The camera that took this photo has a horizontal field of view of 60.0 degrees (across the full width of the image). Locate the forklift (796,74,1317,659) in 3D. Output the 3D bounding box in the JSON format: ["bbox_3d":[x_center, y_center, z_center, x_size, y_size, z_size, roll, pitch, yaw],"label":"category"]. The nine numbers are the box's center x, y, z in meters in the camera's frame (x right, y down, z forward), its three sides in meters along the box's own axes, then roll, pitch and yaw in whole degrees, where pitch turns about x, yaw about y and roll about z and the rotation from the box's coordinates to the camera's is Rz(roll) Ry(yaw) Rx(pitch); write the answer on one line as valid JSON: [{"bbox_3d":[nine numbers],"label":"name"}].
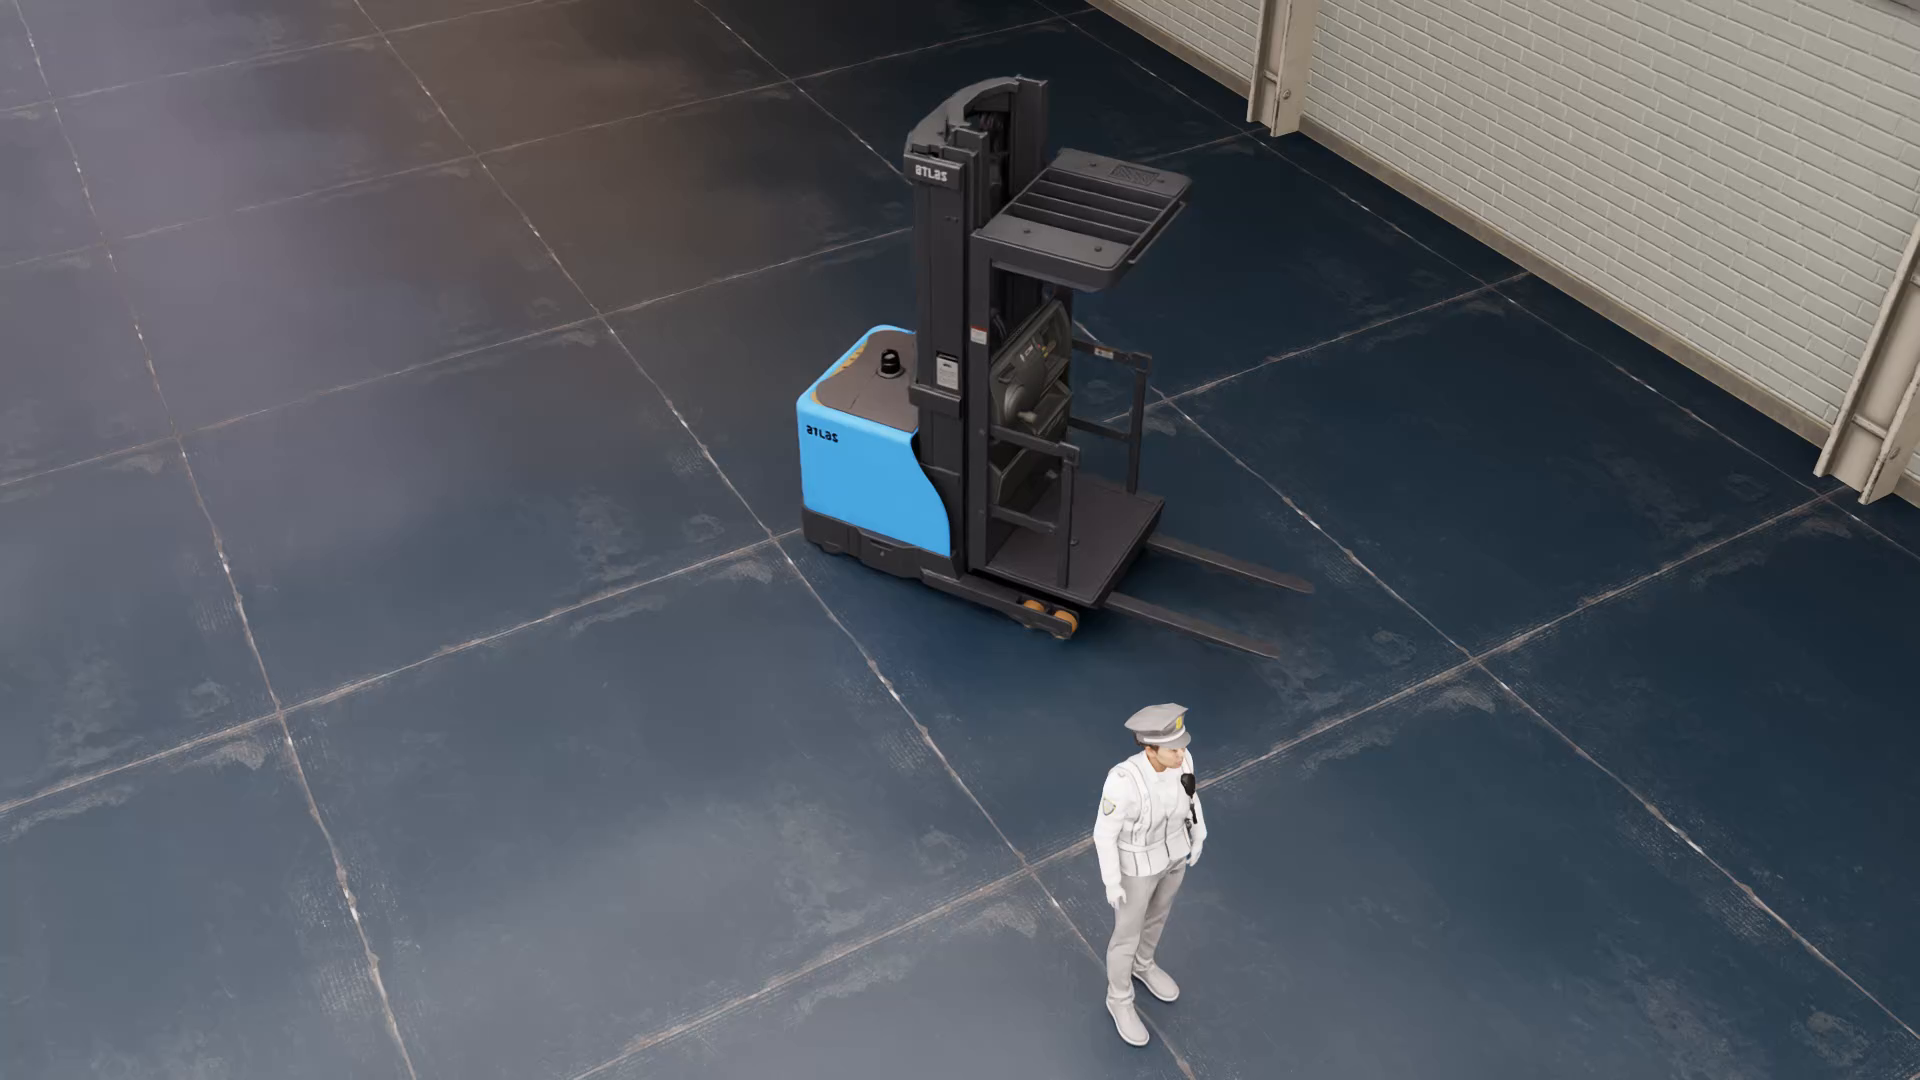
[{"bbox_3d":[0.576,-0.942,9.172,3.031,2.935,1.130,19,43,21],"label":"forklift"}]

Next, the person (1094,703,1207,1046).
[{"bbox_3d":[0.875,1.425,7.277,0.580,1.698,0.528,-24,46,-27],"label":"person"}]
